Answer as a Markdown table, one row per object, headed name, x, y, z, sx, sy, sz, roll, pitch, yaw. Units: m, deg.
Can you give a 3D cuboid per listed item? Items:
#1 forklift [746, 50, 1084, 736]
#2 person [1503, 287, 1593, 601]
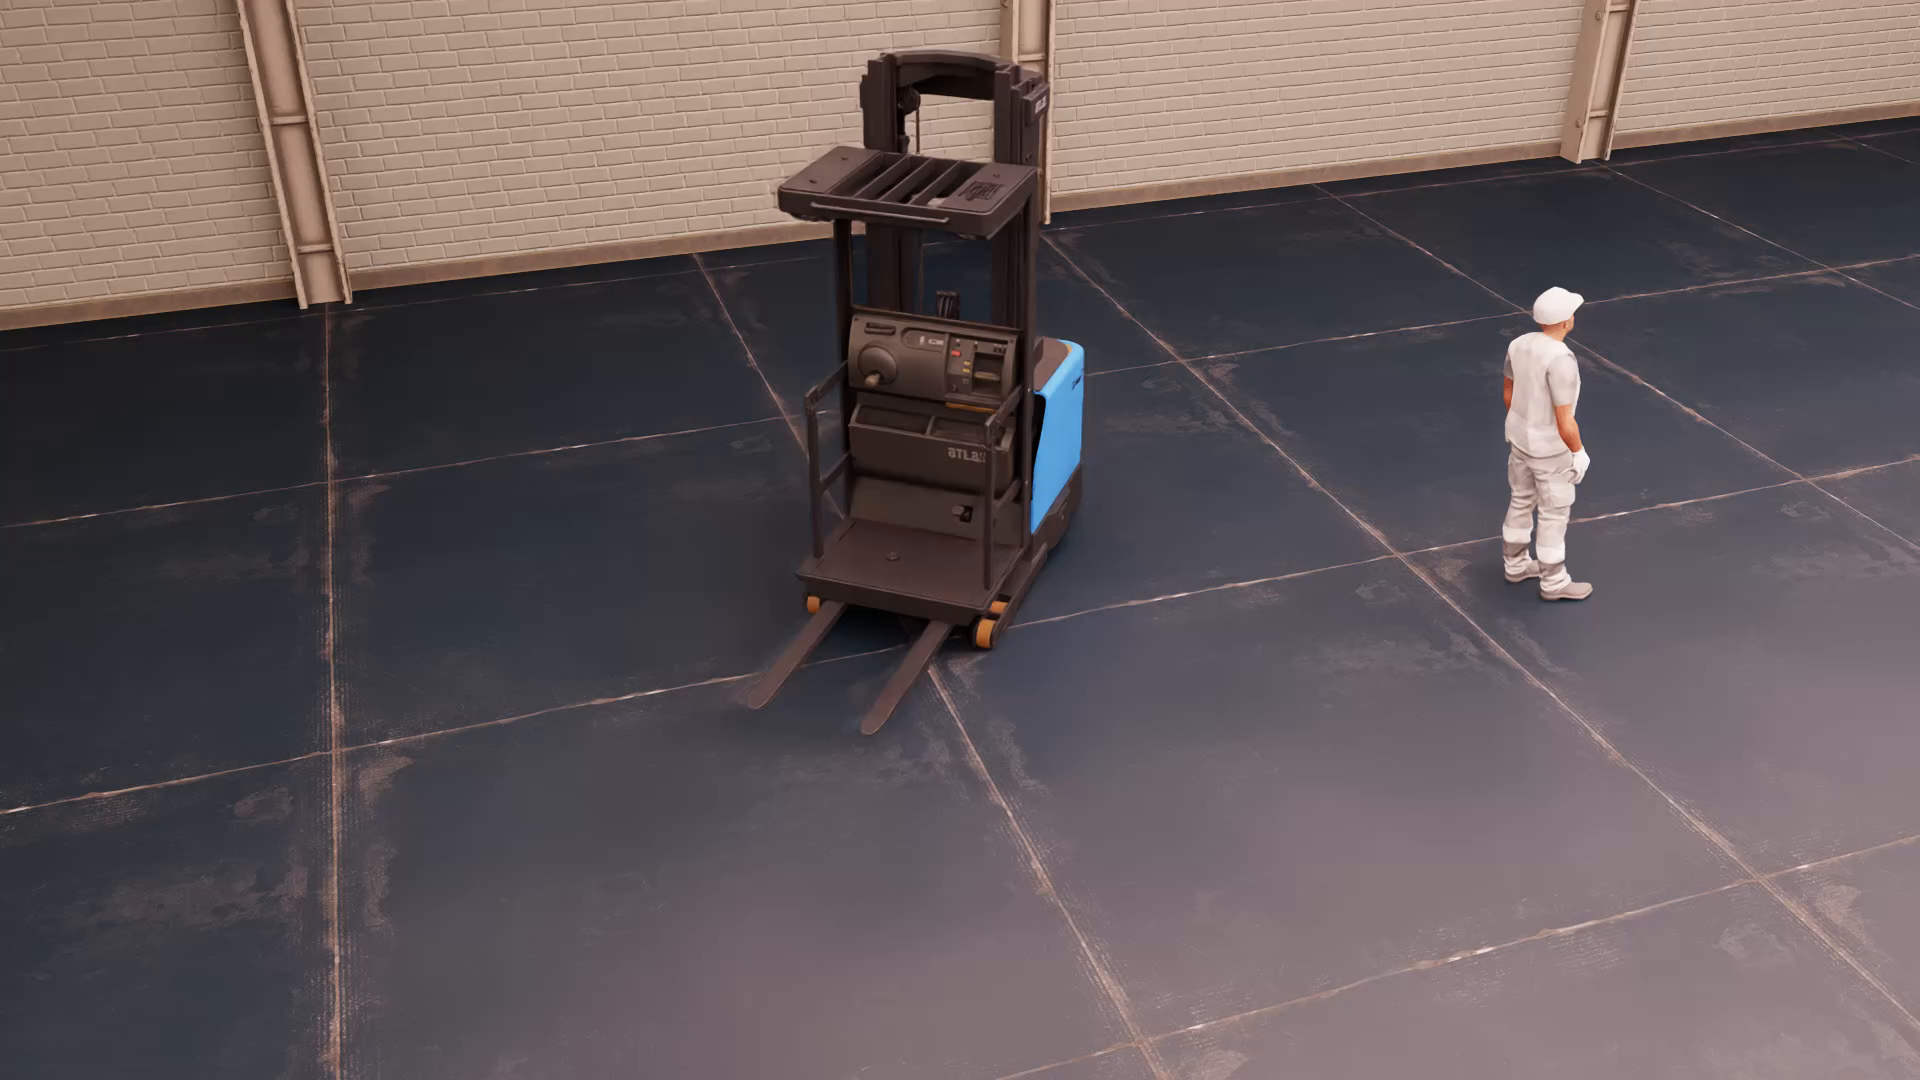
| name | x | y | z | sx | sy | sz | roll | pitch | yaw |
| --- | --- | --- | --- | --- | --- | --- | --- | --- | --- |
| forklift | -0.223 | -0.910 | 8.669 | 1.130 | 2.935 | 3.031 | 10 | 31 | 17 |
| person | 3.270 | -0.543 | 9.167 | 0.541 | 1.792 | 0.636 | -9 | 31 | -15 |
